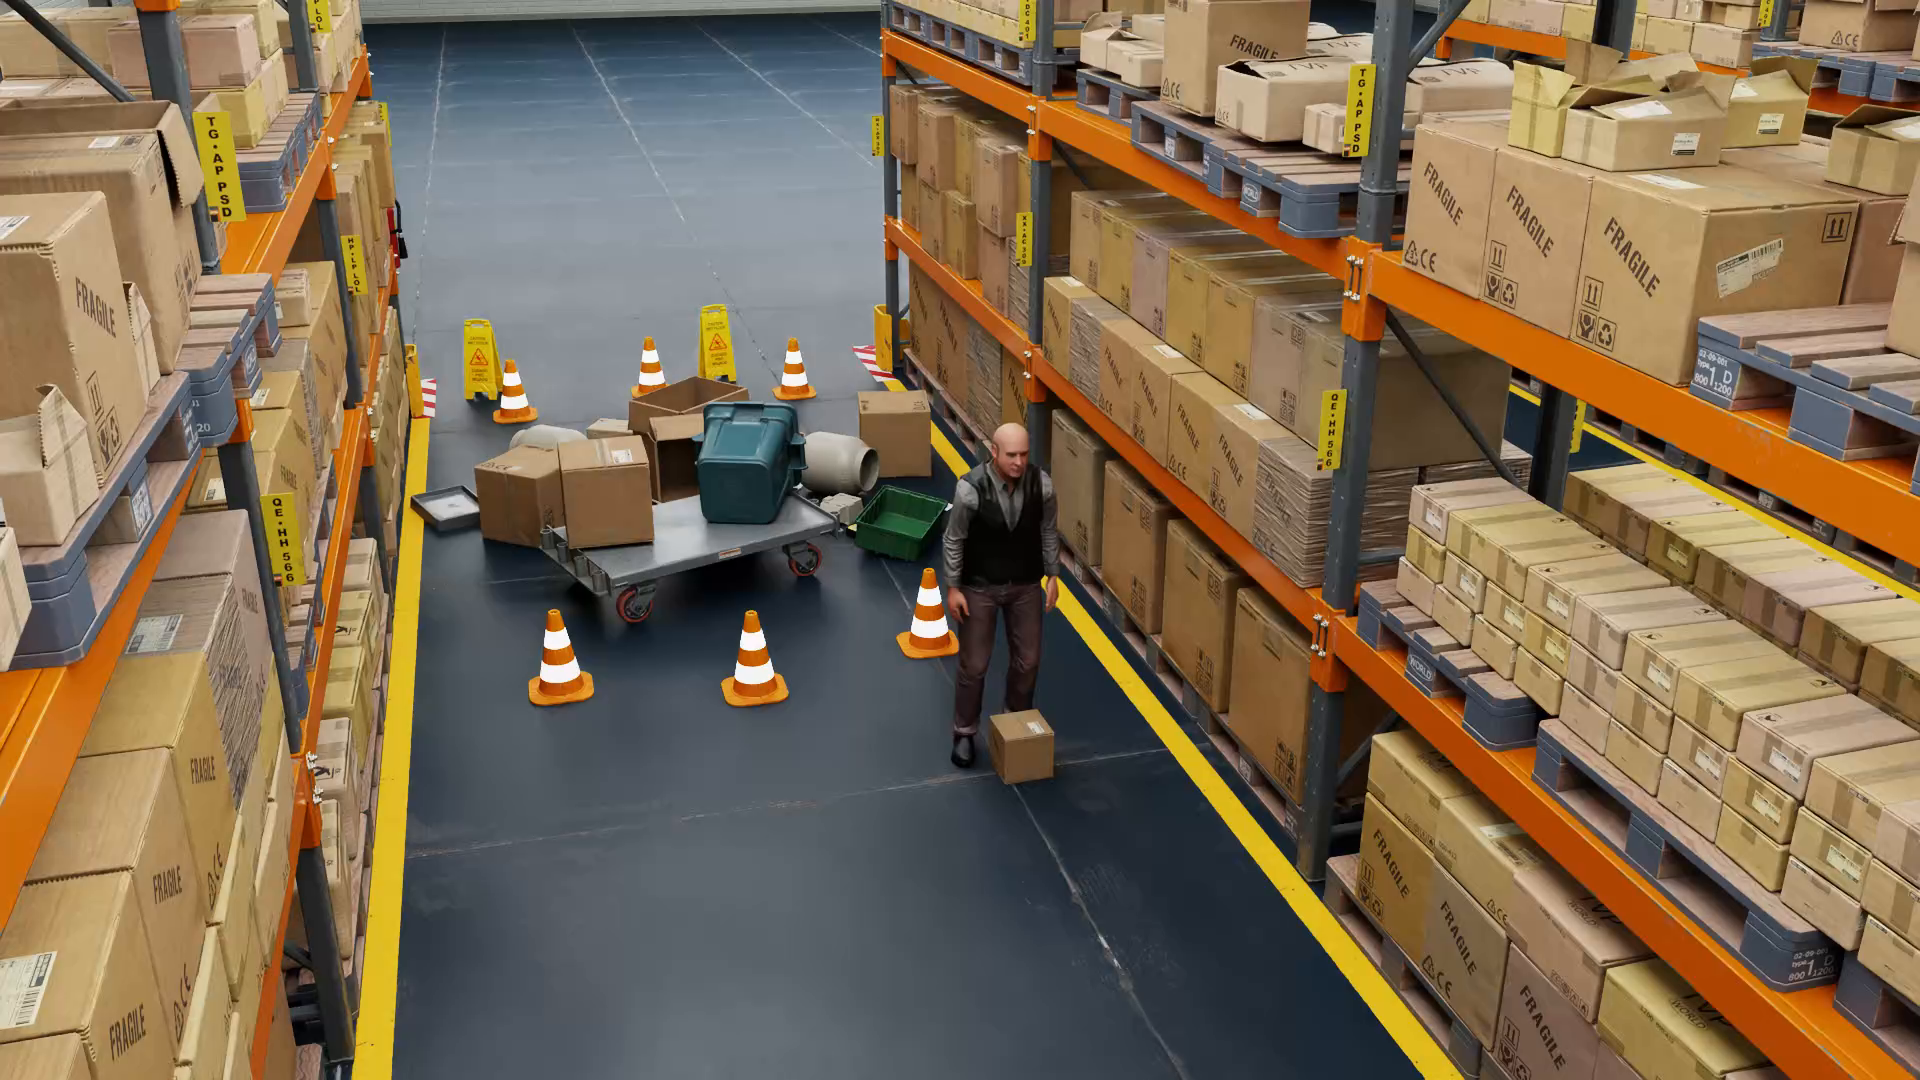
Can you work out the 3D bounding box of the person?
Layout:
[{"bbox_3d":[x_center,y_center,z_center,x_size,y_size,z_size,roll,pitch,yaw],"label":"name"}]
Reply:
[{"bbox_3d":[0.199,0.203,8.069,0.587,1.664,0.412,-7,24,-15],"label":"person"}]
